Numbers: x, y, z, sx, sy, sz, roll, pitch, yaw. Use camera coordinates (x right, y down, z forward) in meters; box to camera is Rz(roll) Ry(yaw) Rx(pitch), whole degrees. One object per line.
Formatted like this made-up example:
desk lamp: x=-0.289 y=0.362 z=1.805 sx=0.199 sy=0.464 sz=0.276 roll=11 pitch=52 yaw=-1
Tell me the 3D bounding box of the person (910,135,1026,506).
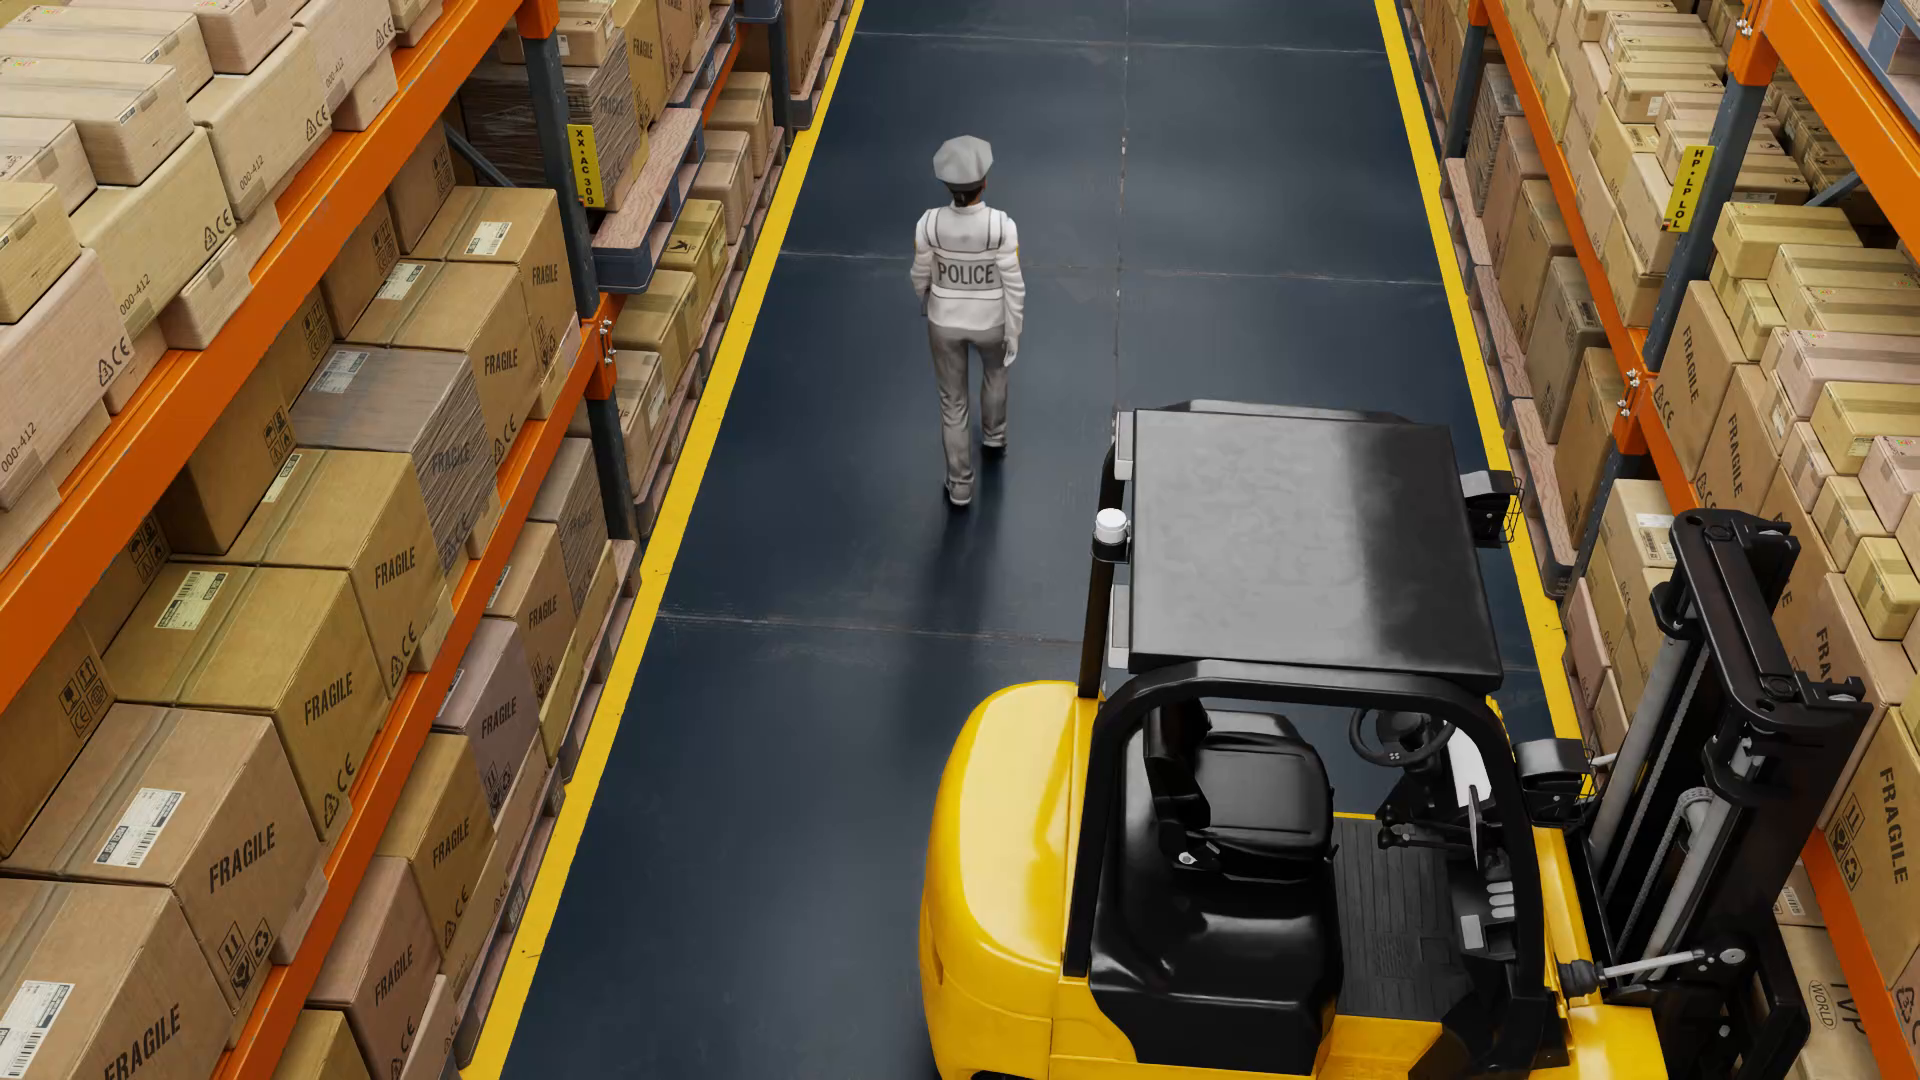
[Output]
person: x=0.033 y=-0.956 z=7.284 sx=0.497 sy=1.737 sz=0.660 roll=1 pitch=40 yaw=1
